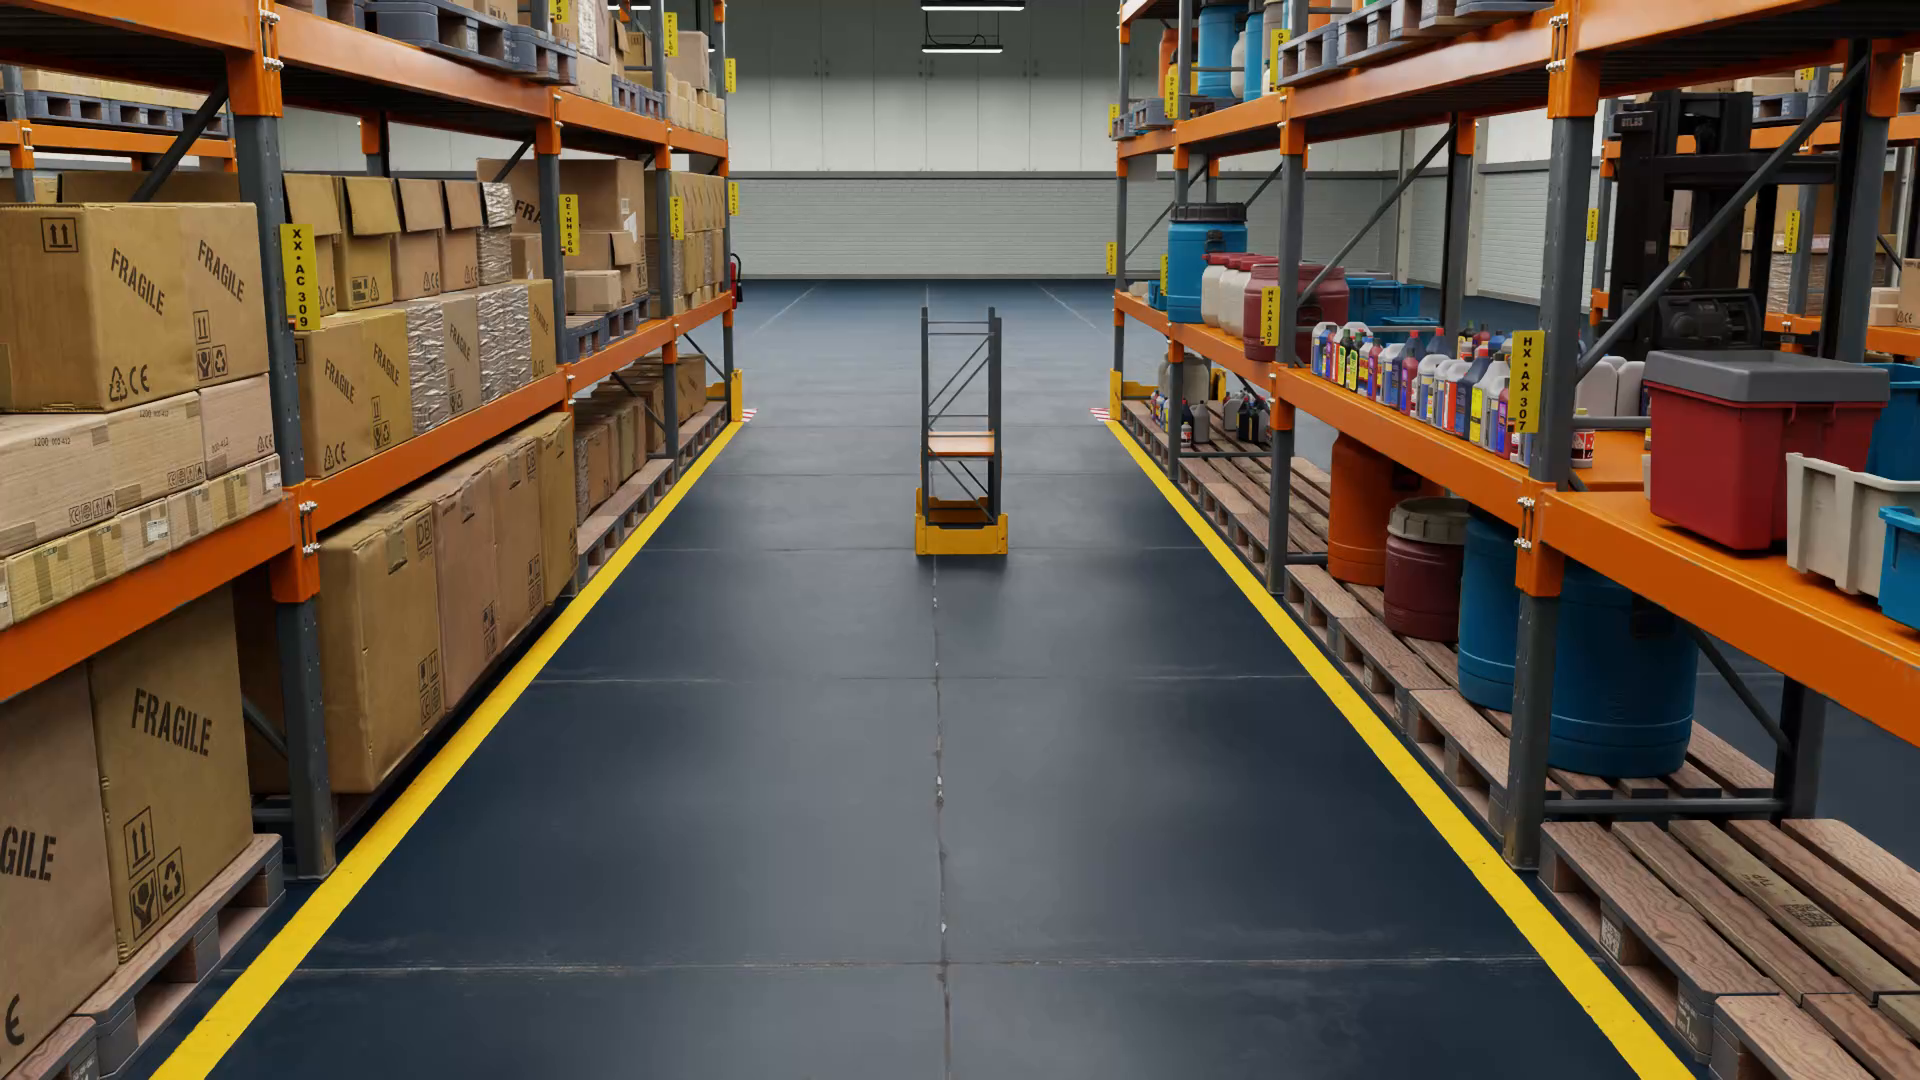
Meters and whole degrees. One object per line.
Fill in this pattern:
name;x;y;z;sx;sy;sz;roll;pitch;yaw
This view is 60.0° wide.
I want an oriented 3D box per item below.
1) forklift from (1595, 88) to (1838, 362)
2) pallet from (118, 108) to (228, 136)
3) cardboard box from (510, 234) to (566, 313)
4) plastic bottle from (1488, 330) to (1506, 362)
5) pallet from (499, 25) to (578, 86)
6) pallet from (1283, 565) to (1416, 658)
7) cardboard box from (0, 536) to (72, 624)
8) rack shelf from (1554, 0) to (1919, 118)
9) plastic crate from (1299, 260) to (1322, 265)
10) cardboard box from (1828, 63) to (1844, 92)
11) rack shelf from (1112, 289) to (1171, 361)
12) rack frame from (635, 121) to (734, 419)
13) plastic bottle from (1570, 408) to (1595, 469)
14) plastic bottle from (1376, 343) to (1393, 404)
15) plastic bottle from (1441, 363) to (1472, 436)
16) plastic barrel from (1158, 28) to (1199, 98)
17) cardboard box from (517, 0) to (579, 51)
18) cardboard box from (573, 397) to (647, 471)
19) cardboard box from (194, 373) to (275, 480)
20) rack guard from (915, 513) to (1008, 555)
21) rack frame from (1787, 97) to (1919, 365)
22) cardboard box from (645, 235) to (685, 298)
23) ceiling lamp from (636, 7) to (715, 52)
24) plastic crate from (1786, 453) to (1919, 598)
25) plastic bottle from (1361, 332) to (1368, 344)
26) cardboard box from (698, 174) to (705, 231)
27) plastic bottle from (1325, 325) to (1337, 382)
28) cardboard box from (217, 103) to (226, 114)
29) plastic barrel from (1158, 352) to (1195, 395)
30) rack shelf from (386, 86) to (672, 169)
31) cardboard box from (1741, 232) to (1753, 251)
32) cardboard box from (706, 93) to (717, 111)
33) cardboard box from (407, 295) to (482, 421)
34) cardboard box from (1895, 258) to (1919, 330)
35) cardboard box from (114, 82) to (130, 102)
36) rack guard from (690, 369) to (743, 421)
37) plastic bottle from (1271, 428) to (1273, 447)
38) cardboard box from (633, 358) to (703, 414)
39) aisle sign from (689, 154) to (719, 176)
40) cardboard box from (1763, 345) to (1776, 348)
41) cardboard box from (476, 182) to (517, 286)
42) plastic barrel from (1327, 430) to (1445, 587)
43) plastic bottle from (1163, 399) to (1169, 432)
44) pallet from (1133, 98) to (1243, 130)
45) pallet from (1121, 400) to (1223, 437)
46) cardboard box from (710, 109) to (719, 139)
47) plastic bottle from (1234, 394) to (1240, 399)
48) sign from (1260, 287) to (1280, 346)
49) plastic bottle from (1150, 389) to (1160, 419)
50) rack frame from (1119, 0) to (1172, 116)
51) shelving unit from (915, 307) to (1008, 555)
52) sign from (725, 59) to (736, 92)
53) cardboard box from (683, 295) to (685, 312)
forklift;5.150;-1.492;11.044;1.130;2.935;3.031;-5;13;-25
pallet;-7.782;-4.014;15.977;1.003;0.211;1.213;0;11;-1
cardboard box;-2.845;-1.617;10.178;0.700;0.500;0.500;1;12;7
plastic bottle;2.698;-0.916;8.351;0.097;0.271;0.097;0;11;0
pallet;-2.616;-2.394;8.247;1.213;0.211;1.003;0;11;1
pallet;2.328;0.358;8.762;1.003;0.211;1.213;0;11;-1
cardboard box;-2.238;0.088;3.711;0.380;0.149;0.250;0;11;-2
rack shelf;2.394;-1.090;3.151;1.077;0.370;4.000;0;11;-1
plastic crate;2.503;-1.896;12.701;0.402;0.464;0.583;0;11;-1
cardboard box;7.393;-3.874;13.408;0.500;0.500;0.500;1;11;4
rack shelf;2.146;-2.005;15.207;1.077;0.370;4.000;0;11;-1
rack frame;-2.847;-2.735;16.995;1.000;3.000;0.127;0;11;-1
plastic bottle;2.146;-0.354;5.757;0.097;0.201;0.097;0;11;0
plastic bottle;1.955;-0.762;7.593;0.097;0.271;0.097;0;11;0
plastic bottle;2.003;-0.559;6.581;0.152;0.276;0.135;0;11;-1
plastic barrel;2.242;-4.545;16.239;0.600;0.830;0.708;0;11;-1
cardboard box;-2.434;-3.003;9.264;0.500;0.500;0.500;0;11;-1
cardboard box;-2.773;-0.808;12.678;0.700;0.500;0.500;-1;12;-6
cardboard box;-2.328;-0.335;4.795;0.500;0.250;0.500;0;11;-2
rack guard;0.009;-0.039;10.621;0.587;0.250;0.087;0;11;-1
rack frame;7.140;-1.980;13.272;1.000;3.000;0.127;0;11;-1
cardboard box;-2.712;-2.224;13.478;0.875;0.500;0.500;0;11;-1
ceiling lamp;-7.007;-13.577;40.667;2.000;3.185;0.800;0;11;-1
plastic crate;2.200;-0.037;3.843;0.437;0.282;0.530;0;11;-1
plastic bottle;2.001;-0.900;8.273;0.097;0.271;0.097;0;11;0
cardboard box;-2.563;-3.013;14.852;0.500;0.500;0.500;0;11;-1
plastic bottle;1.917;-0.955;8.515;0.061;0.283;0.133;0;11;-1
cardboard box;-7.462;-4.272;16.350;0.380;0.149;0.250;0;11;-1
plastic barrel;2.195;-1.611;16.657;0.421;0.512;0.421;0;11;0
rack shelf;-2.723;-2.660;10.889;1.077;0.370;4.000;0;11;-1
cardboard box;6.902;-2.553;14.216;0.380;0.149;0.250;0;11;-1
cardboard box;-2.497;-4.117;15.637;0.380;0.149;0.250;0;11;-1
cardboard box;-2.396;-0.793;7.172;0.500;0.500;0.500;0;11;0
cardboard box;7.150;-1.771;11.994;0.500;0.500;0.500;1;11;3
cardboard box;-7.421;-3.868;14.361;0.380;0.149;0.250;0;11;-1
rack guard;-2.846;-1.495;17.169;1.175;0.500;0.348;0;11;-1
plastic bottle;2.619;-0.904;13.724;0.097;0.271;0.097;0;11;0
cardboard box;-2.804;-1.473;16.004;0.500;0.500;0.500;3;12;14
aisle sign;-2.549;-4.022;16.803;0.394;0.787;0.004;0;11;-1
cardboard box;6.899;-1.495;14.859;0.500;0.500;0.500;0;11;-1
cardboard box;-2.683;-1.540;8.330;0.797;0.503;0.637;0;11;1
plastic barrel;2.297;-0.210;8.952;0.600;0.830;0.708;0;11;-1
plastic bottle;1.876;-1.102;14.692;0.152;0.276;0.135;0;11;0
pallet;2.075;-3.481;13.601;1.213;0.211;1.003;0;11;-1
pallet;2.165;-1.212;16.503;1.003;0.211;1.213;0;11;-1
cardboard box;-2.570;-3.937;15.755;0.500;0.250;0.500;0;11;-1
plastic bottle;2.562;-1.195;15.148;0.152;0.276;0.135;-1;11;-3
sign;1.720;-1.241;9.222;0.100;0.325;0.005;0;11;-1
plastic bottle;1.831;-1.272;15.540;0.097;0.271;0.097;0;11;0
rack frame;2.105;-5.695;16.499;1.000;3.000;0.127;0;11;-1
shelving unit;-0.002;-0.750;10.985;0.587;1.500;1.083;0;11;-1
sign;-2.292;-4.637;16.600;0.100;0.325;0.005;0;11;-1
cardboard box;-2.493;-1.960;13.807;0.380;0.149;0.250;0;11;-1
